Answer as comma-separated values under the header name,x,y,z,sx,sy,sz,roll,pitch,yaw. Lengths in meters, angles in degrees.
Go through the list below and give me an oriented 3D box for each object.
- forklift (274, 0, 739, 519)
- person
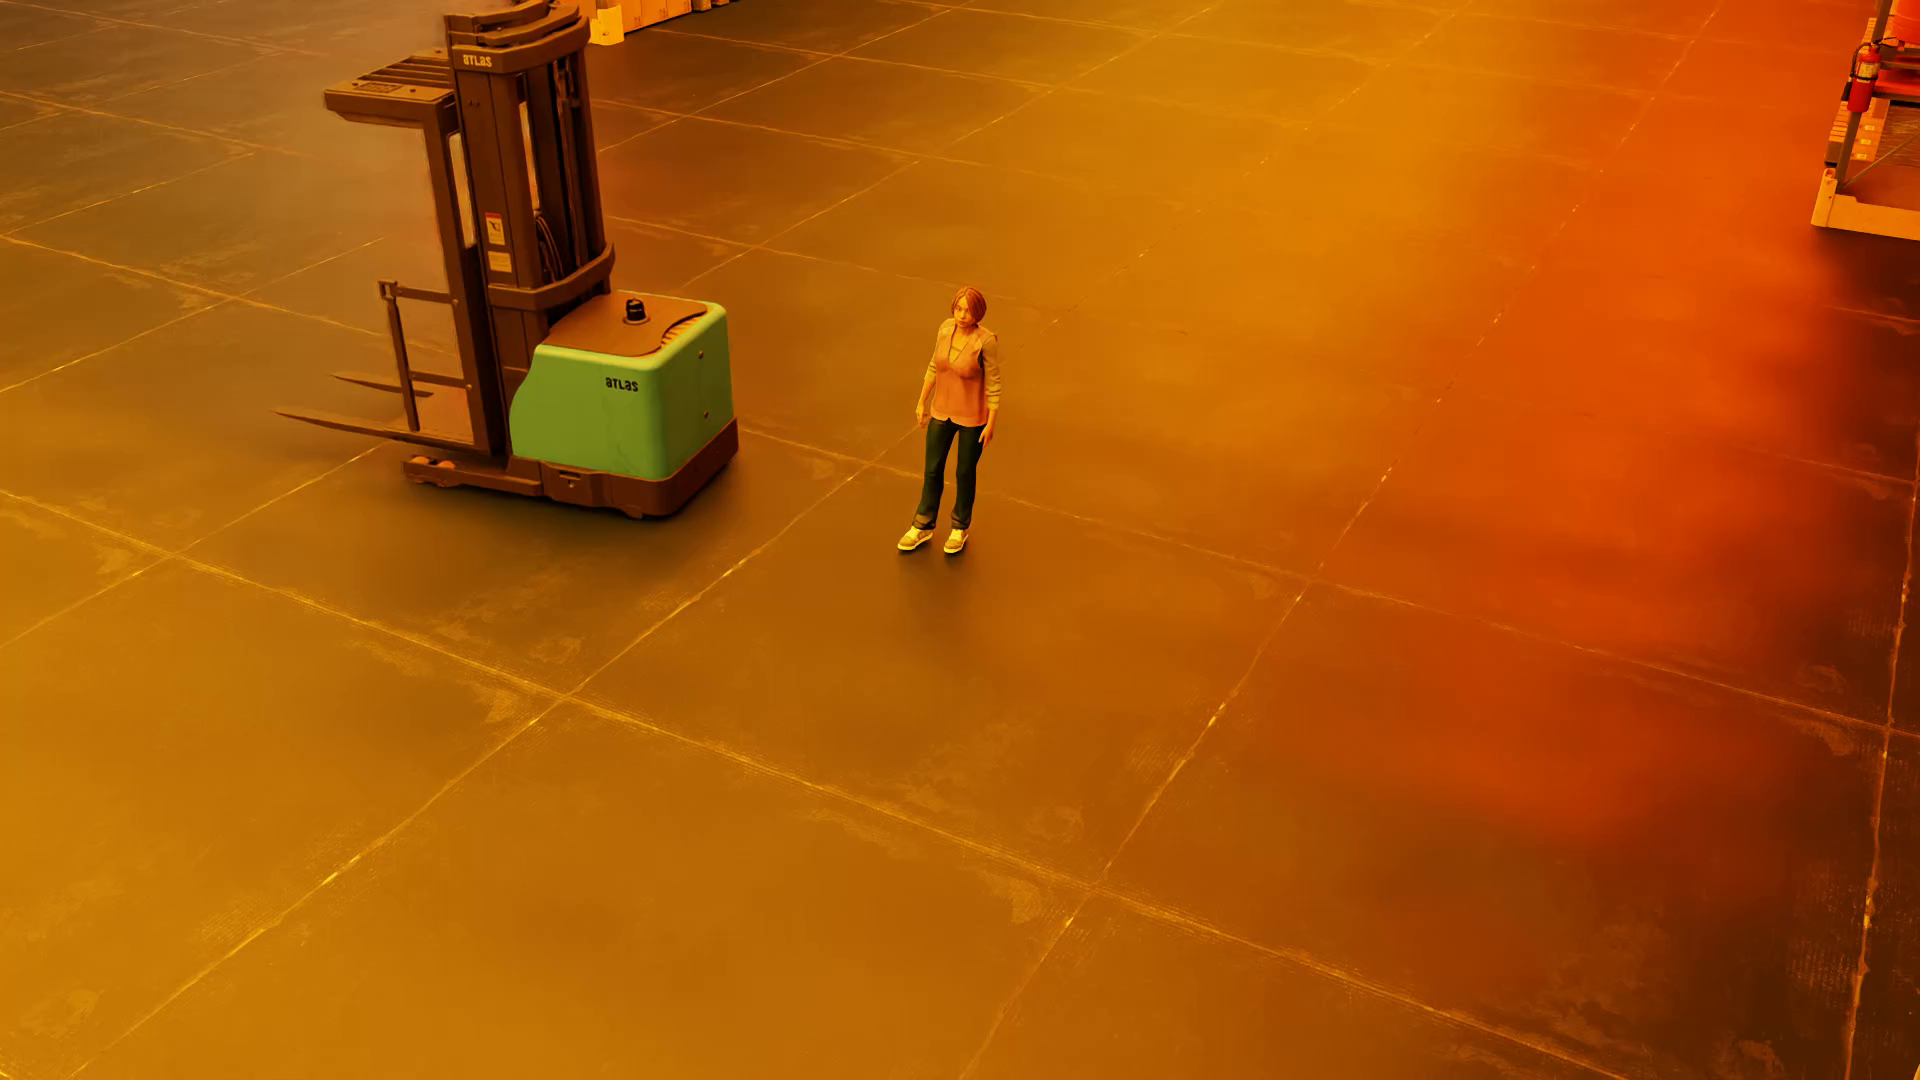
name,x,y,z,sx,sy,sz,roll,pitch,yaw
forklift,-3.021,-1.839,10.257,3.031,2.935,1.130,10,31,17
person,-0.049,-0.669,9.549,0.520,1.599,0.473,15,33,25
